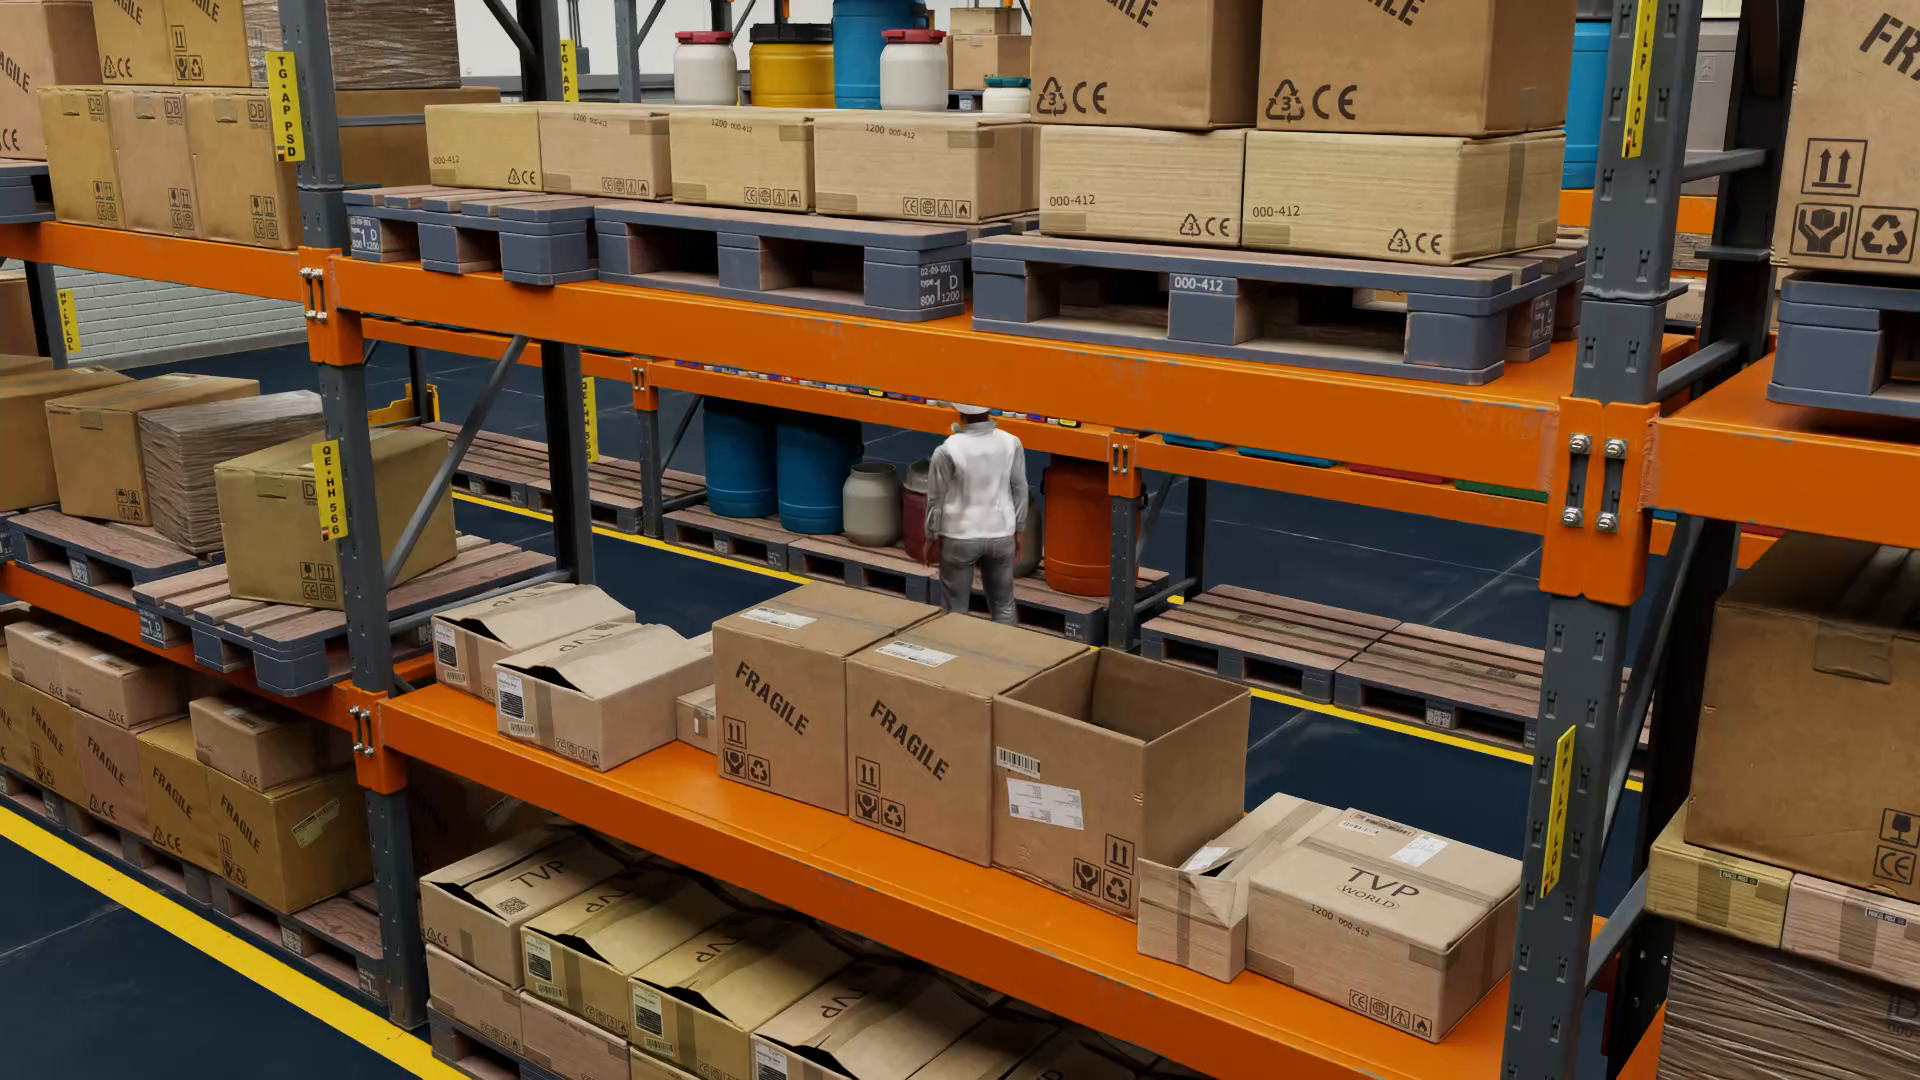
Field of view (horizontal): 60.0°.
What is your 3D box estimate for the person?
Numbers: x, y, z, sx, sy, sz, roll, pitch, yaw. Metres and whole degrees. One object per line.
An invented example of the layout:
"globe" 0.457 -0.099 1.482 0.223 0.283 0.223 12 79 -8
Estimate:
"person" 0.079 -0.007 9.027 0.558 1.802 0.383 -6 17 -19
